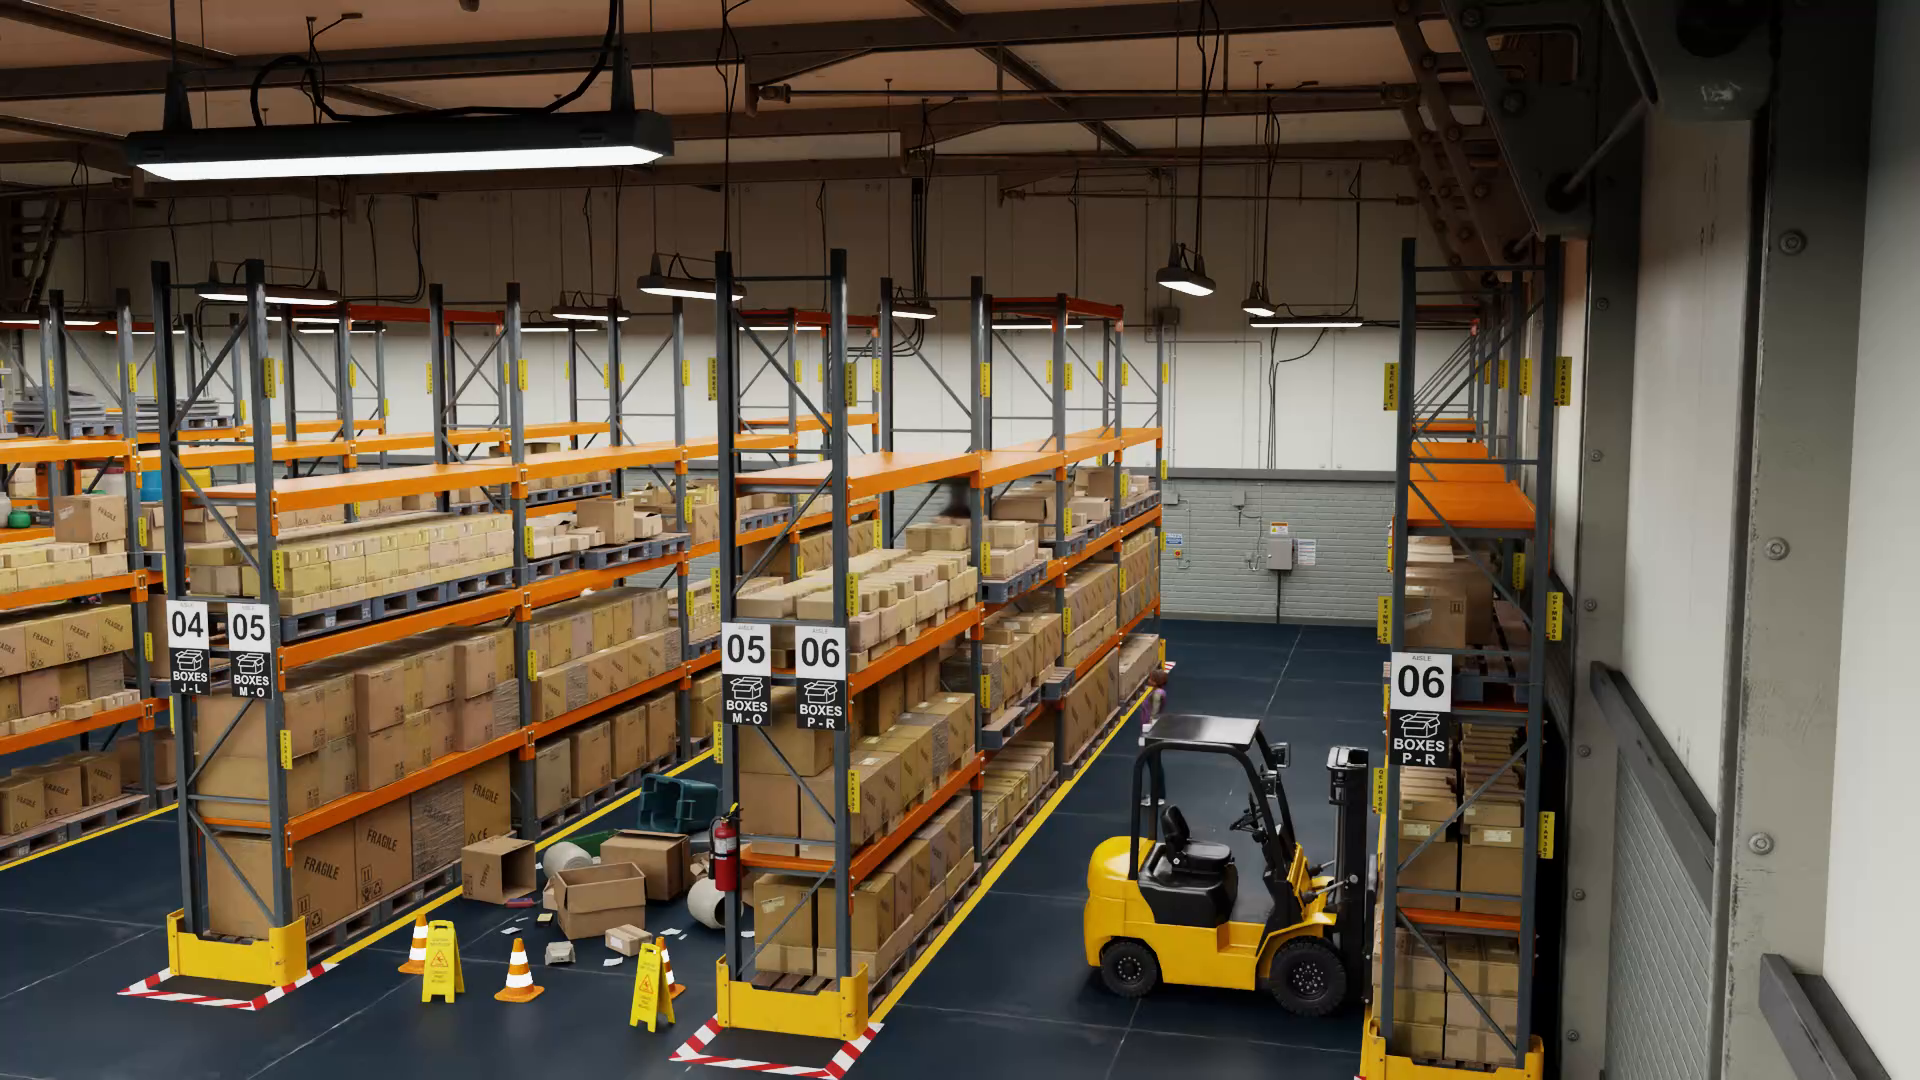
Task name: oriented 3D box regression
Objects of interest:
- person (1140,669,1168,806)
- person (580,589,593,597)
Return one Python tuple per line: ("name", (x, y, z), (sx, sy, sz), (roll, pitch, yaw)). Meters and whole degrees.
("person", (2.281, 2.309, 19.523), (0.329, 1.599, 0.450), (2, 7, 22))
("person", (-5.773, 1.607, 25.513), (0.506, 1.722, 1.037), (3, 7, 24))
